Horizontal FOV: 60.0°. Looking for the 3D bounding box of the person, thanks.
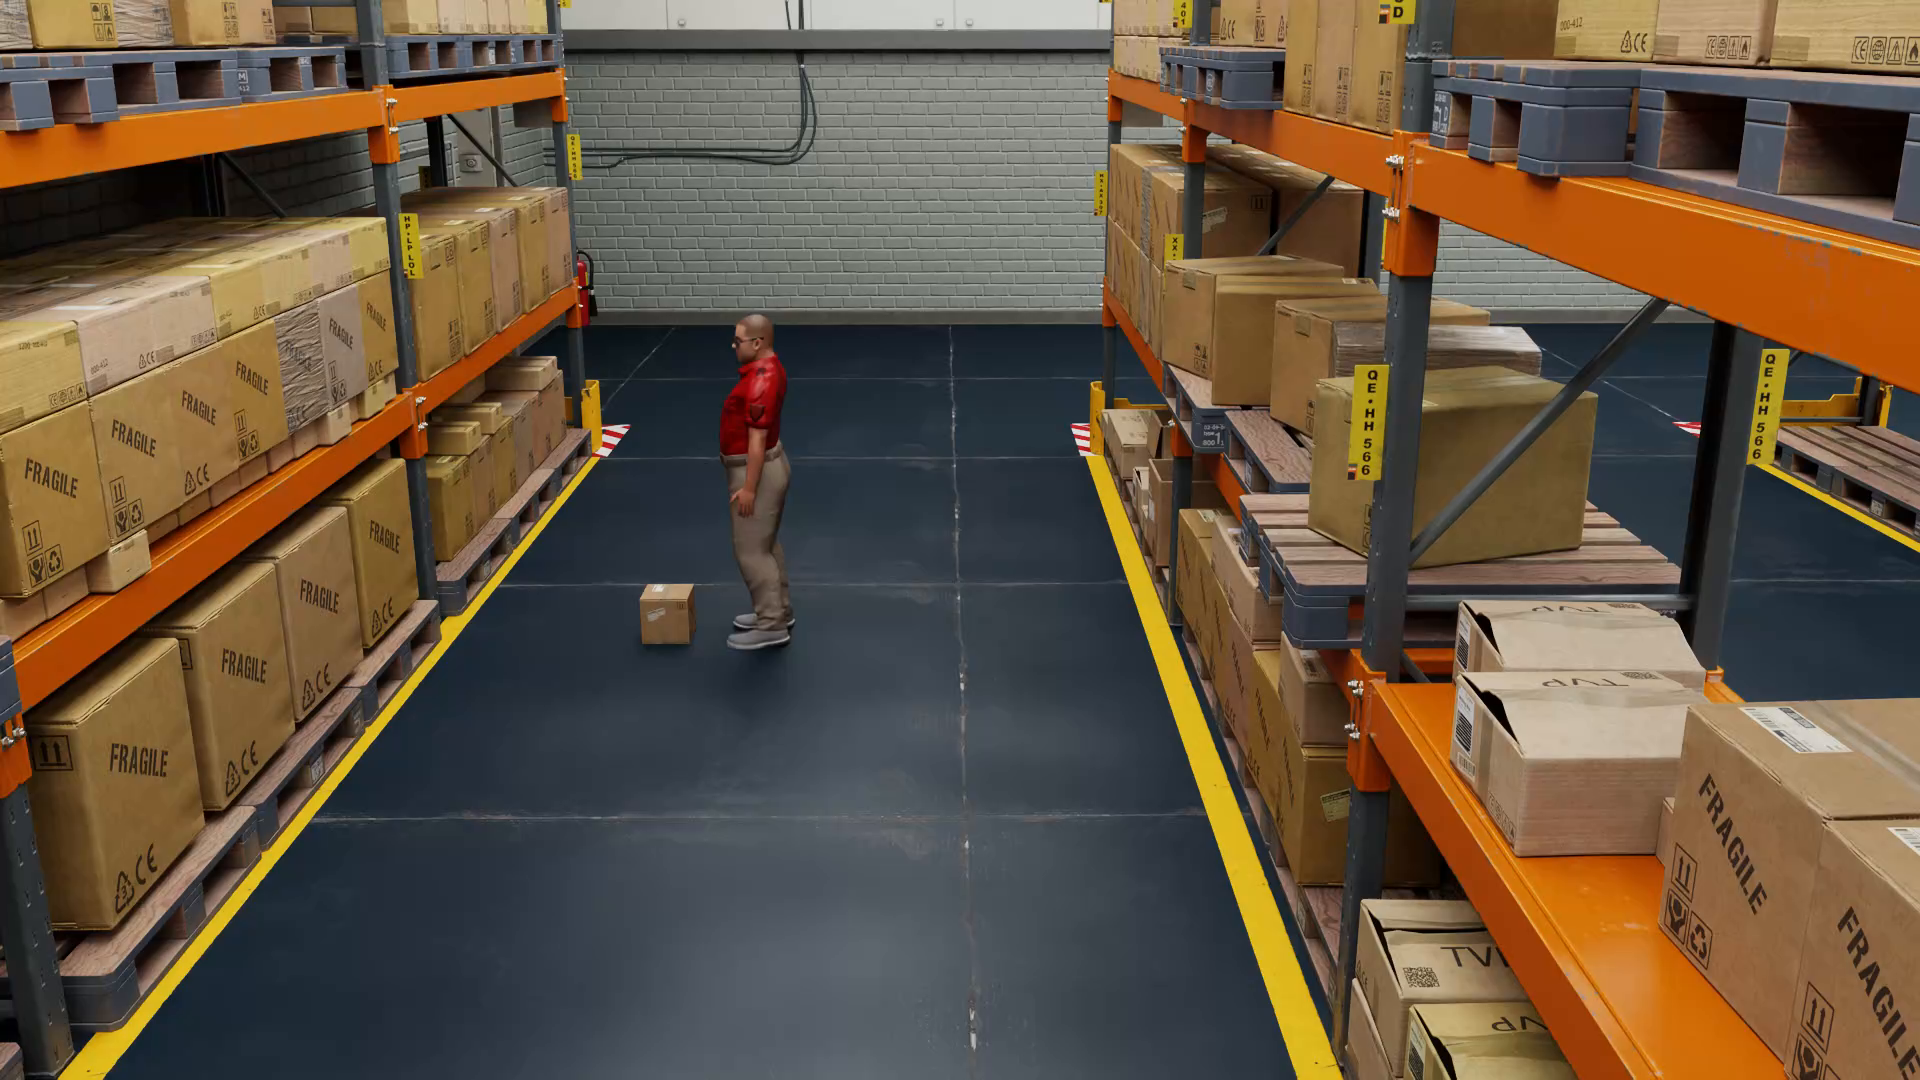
[{"bbox_3d":[-1.064,-0.306,8.595,0.360,1.726,0.528,0,17,0],"label":"person"}]
